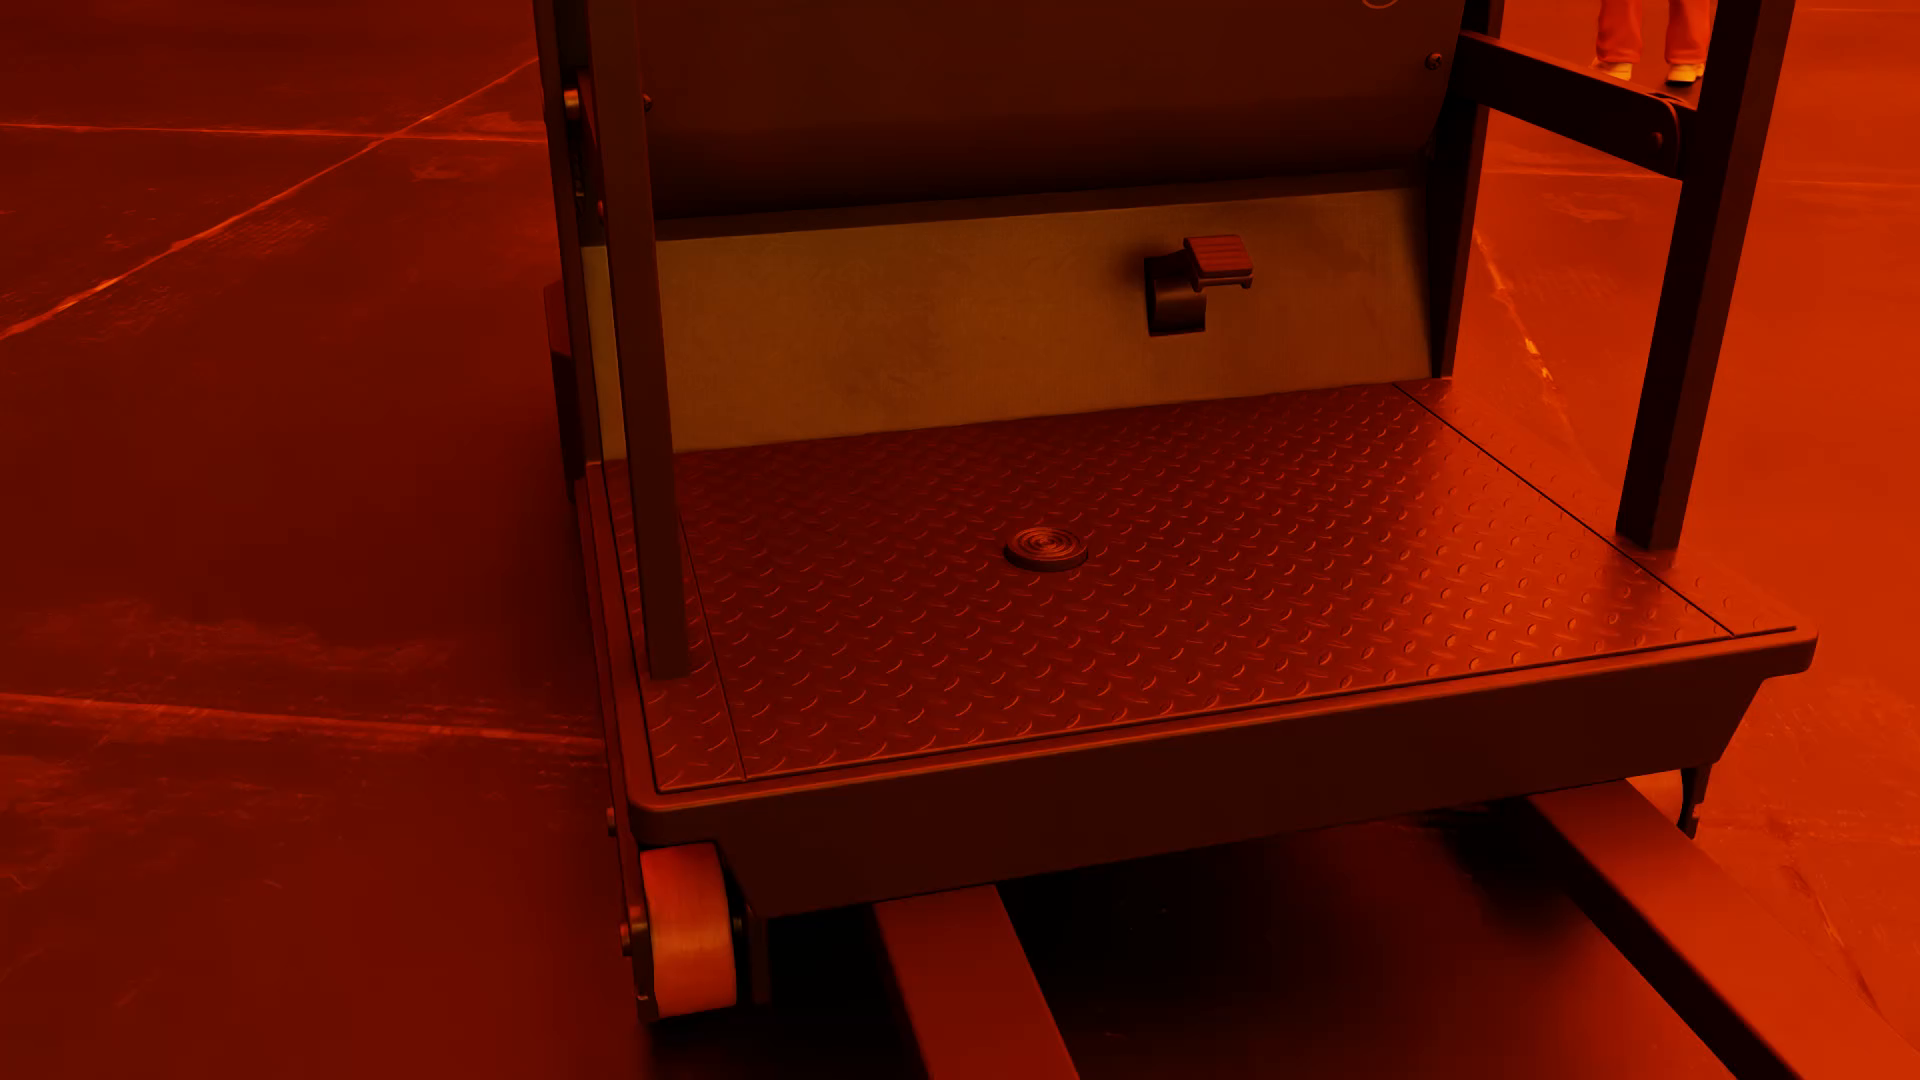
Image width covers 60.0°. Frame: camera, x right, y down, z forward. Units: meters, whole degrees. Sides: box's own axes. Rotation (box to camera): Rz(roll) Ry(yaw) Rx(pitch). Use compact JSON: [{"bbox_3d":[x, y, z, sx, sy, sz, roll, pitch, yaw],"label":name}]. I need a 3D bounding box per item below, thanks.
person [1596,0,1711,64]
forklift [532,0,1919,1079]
[{"bbox_3d":[2.206,-2.304,5.160,0.537,1.611,0.407,9,28,18],"label":"person"},{"bbox_3d":[0.153,-1.049,1.319,1.130,2.935,3.031,-7,27,-13],"label":"forklift"}]
